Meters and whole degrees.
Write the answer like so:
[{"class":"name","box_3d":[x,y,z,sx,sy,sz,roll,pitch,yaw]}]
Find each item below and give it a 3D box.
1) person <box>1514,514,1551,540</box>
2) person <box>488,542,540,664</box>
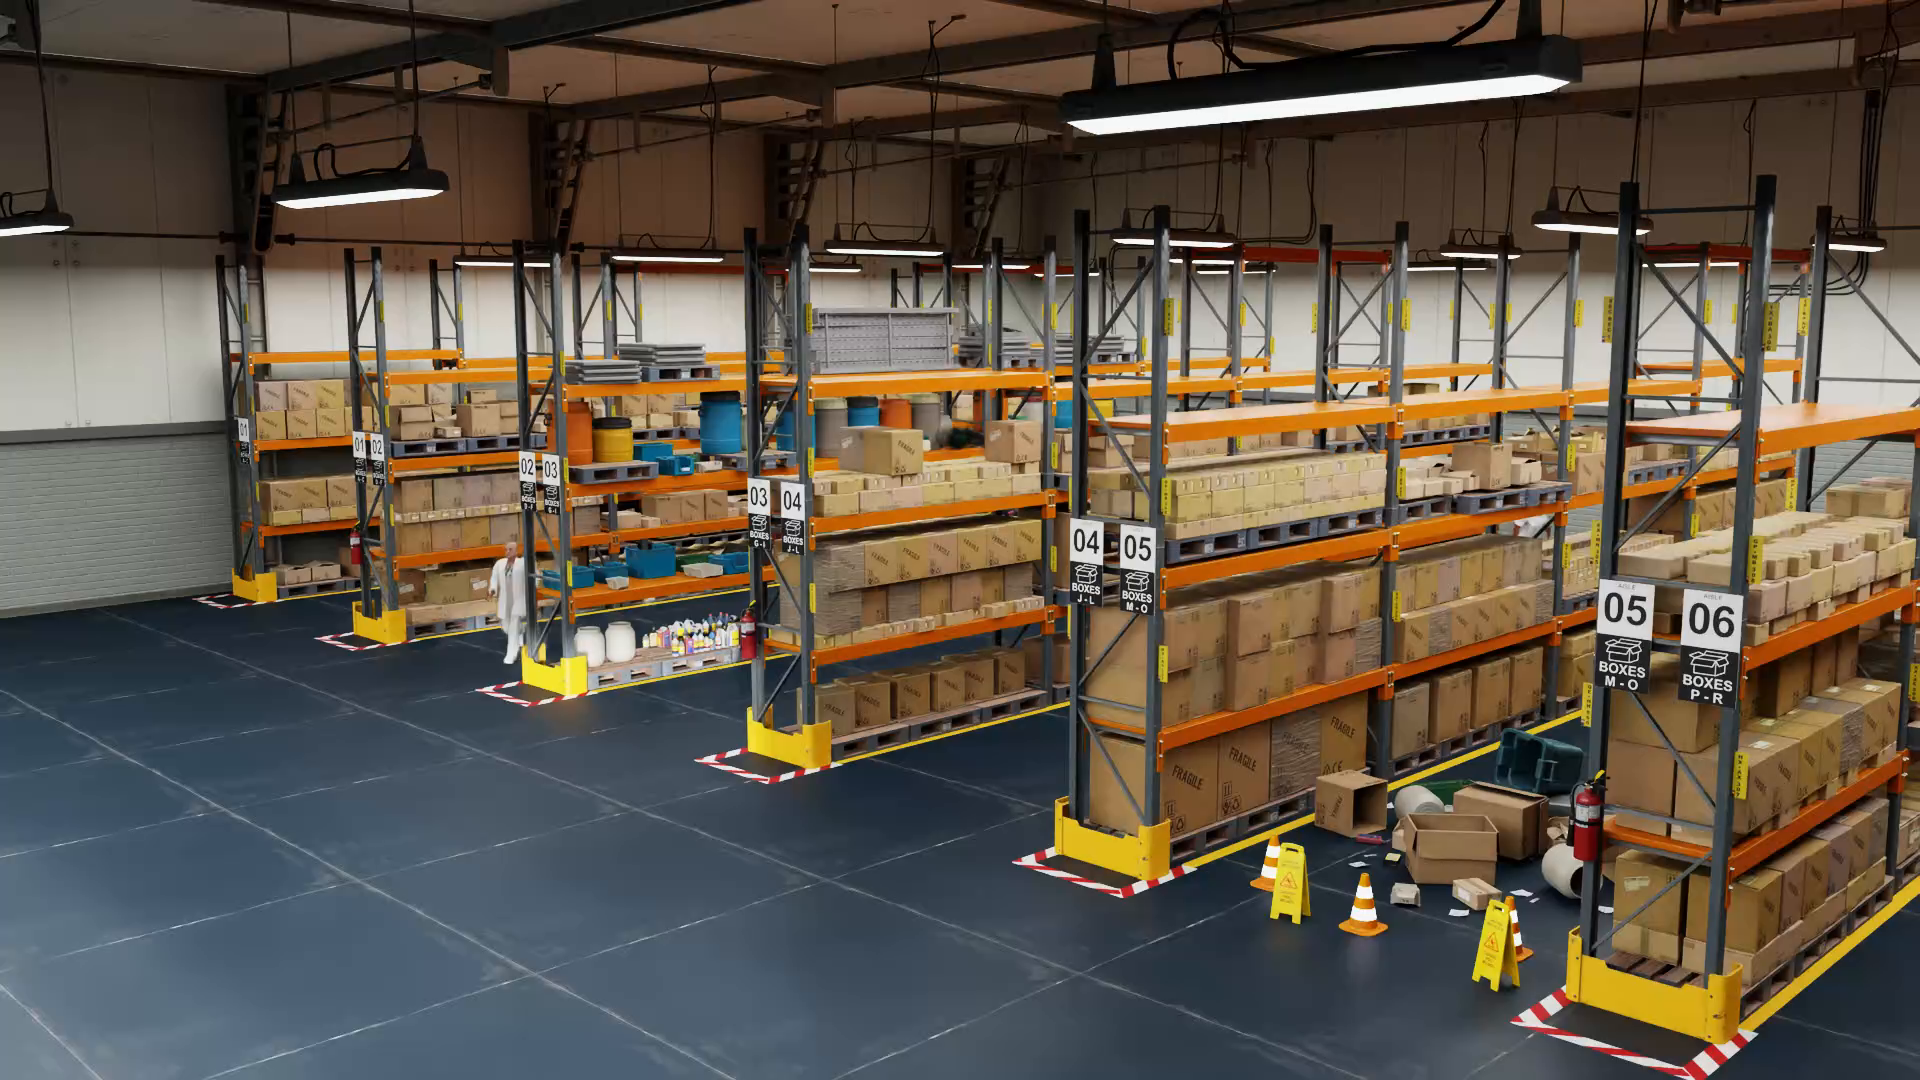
[{"class":"person","box_3d":[10.423,0.017,30.456,0.750,1.679,0.661,-4,9,-29]},{"class":"person","box_3d":[-6.490,0.883,24.278,0.724,1.745,0.885,1,8,7]}]
